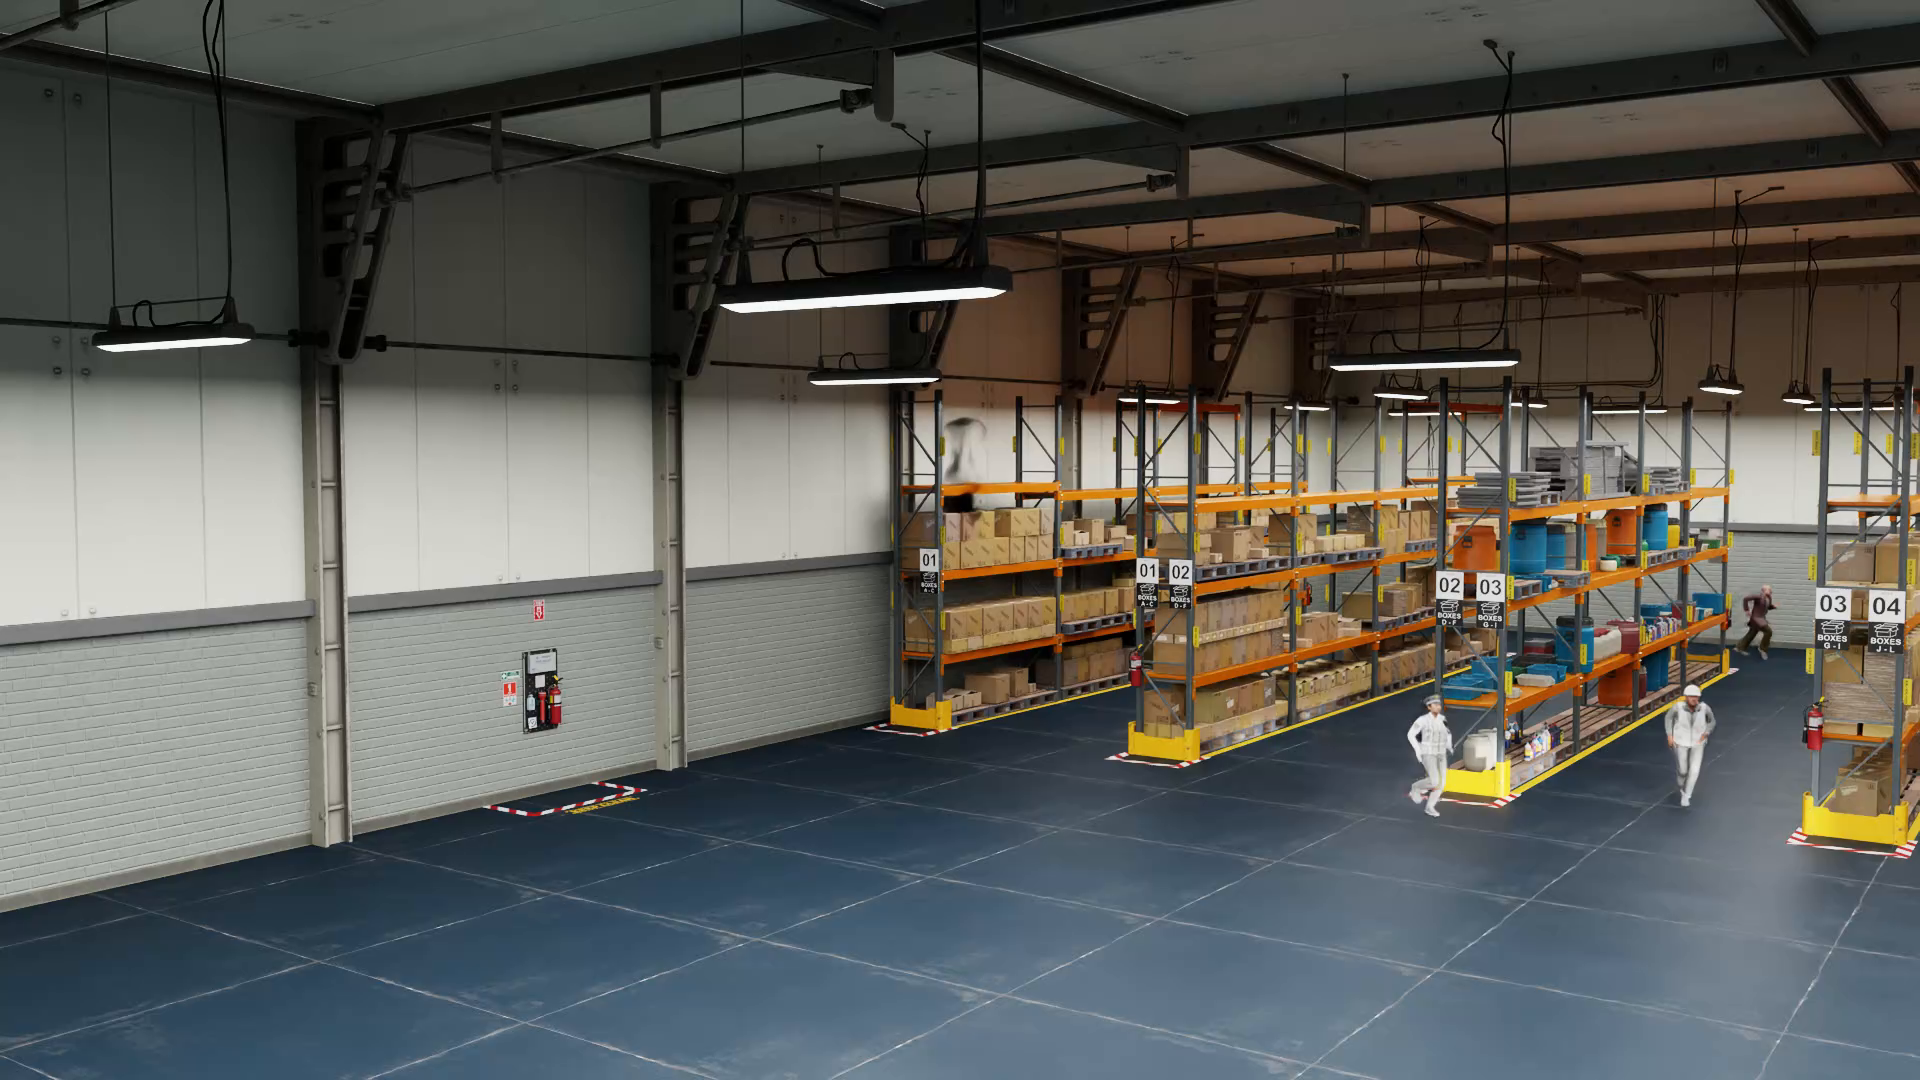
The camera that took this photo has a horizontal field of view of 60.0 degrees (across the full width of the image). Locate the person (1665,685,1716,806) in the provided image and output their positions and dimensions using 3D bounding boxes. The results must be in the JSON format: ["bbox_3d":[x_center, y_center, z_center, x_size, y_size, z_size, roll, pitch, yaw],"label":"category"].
[{"bbox_3d":[10.239,2.858,23.350,0.656,1.719,0.844,1,3,14],"label":"person"}]

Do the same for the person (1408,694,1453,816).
[{"bbox_3d":[6.442,2.915,22.583,0.629,1.652,0.506,-1,3,-20],"label":"person"}]

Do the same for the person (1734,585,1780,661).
[{"bbox_3d":[18.761,1.933,39.183,0.694,1.777,1.019,-3,4,-43],"label":"person"}]
